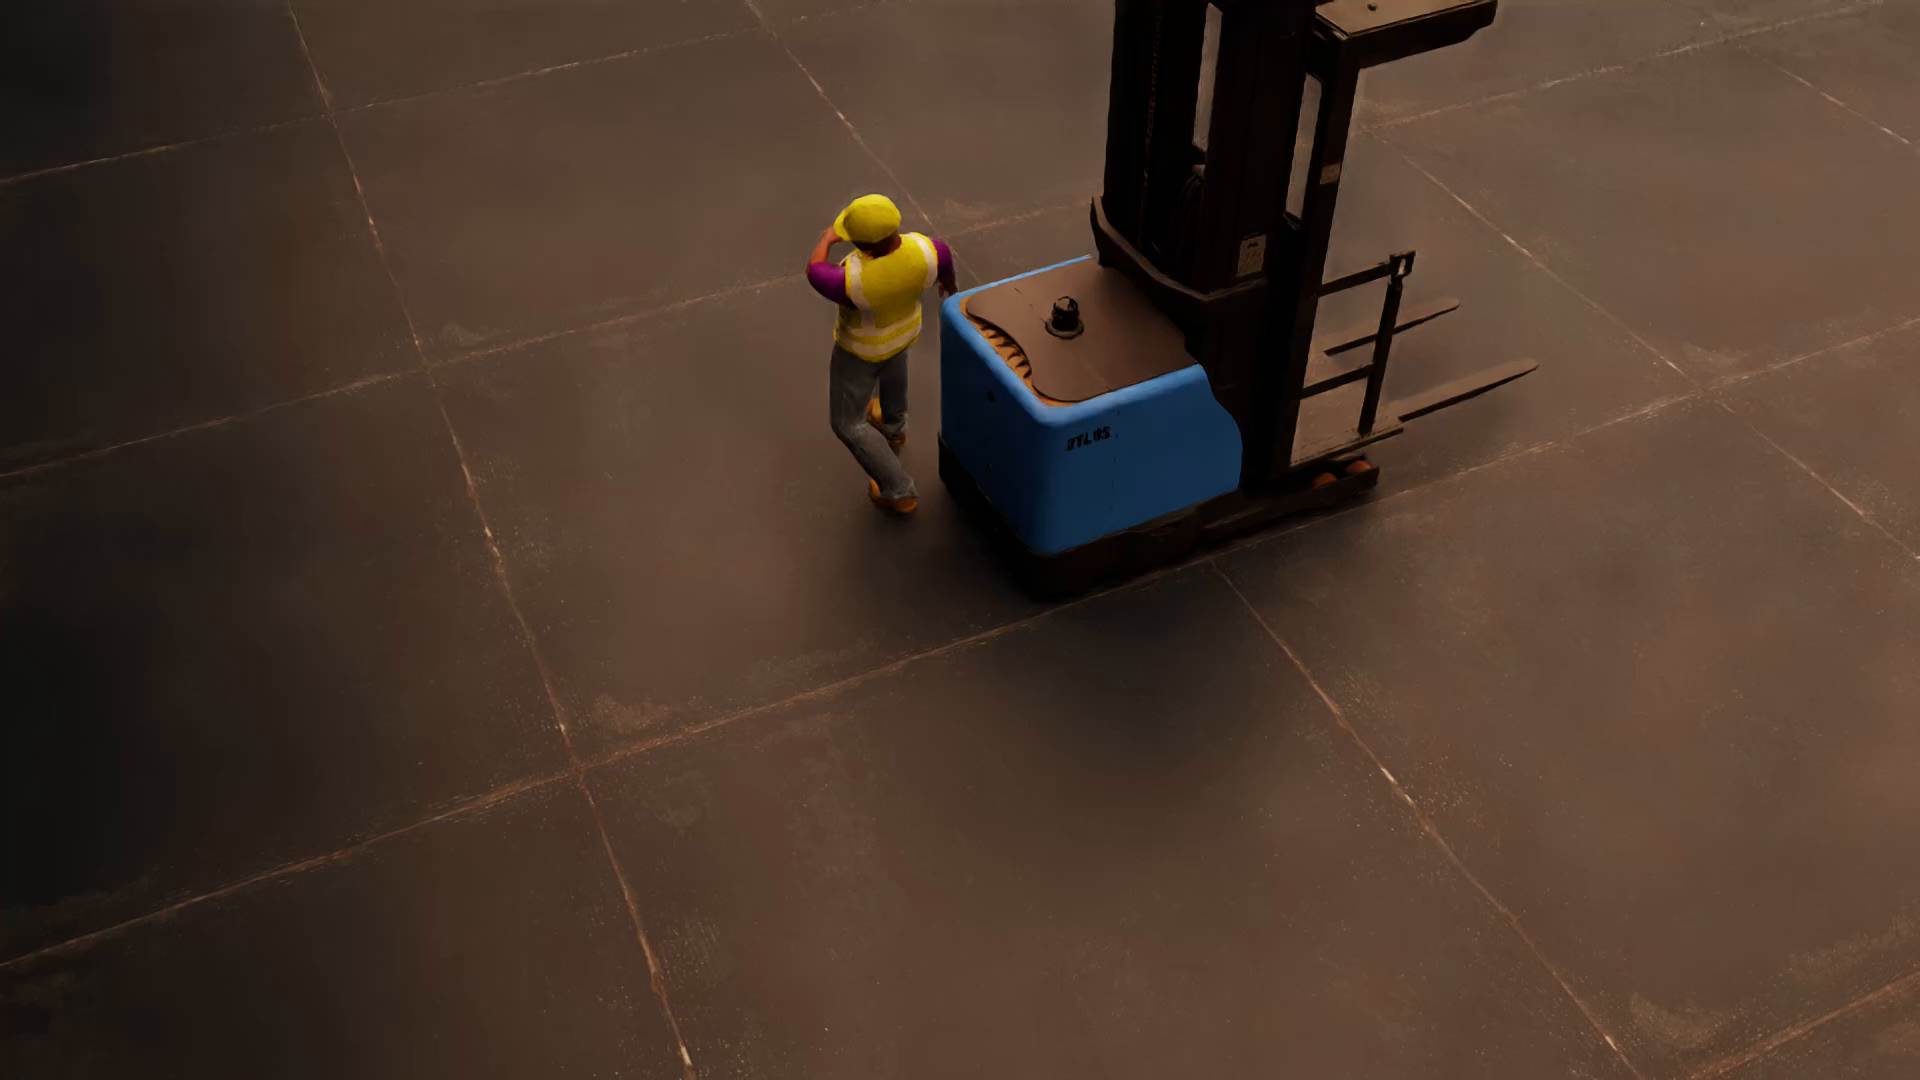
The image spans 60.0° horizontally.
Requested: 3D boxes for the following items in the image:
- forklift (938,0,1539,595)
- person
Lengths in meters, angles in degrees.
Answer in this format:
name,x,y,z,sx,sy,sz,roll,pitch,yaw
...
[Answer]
name,x,y,z,sx,sy,sz,roll,pitch,yaw
forklift,1.448,-1.535,7.325,3.031,2.935,1.130,-19,46,-19
person,-0.327,-1.023,7.732,0.849,1.626,0.804,33,52,30
